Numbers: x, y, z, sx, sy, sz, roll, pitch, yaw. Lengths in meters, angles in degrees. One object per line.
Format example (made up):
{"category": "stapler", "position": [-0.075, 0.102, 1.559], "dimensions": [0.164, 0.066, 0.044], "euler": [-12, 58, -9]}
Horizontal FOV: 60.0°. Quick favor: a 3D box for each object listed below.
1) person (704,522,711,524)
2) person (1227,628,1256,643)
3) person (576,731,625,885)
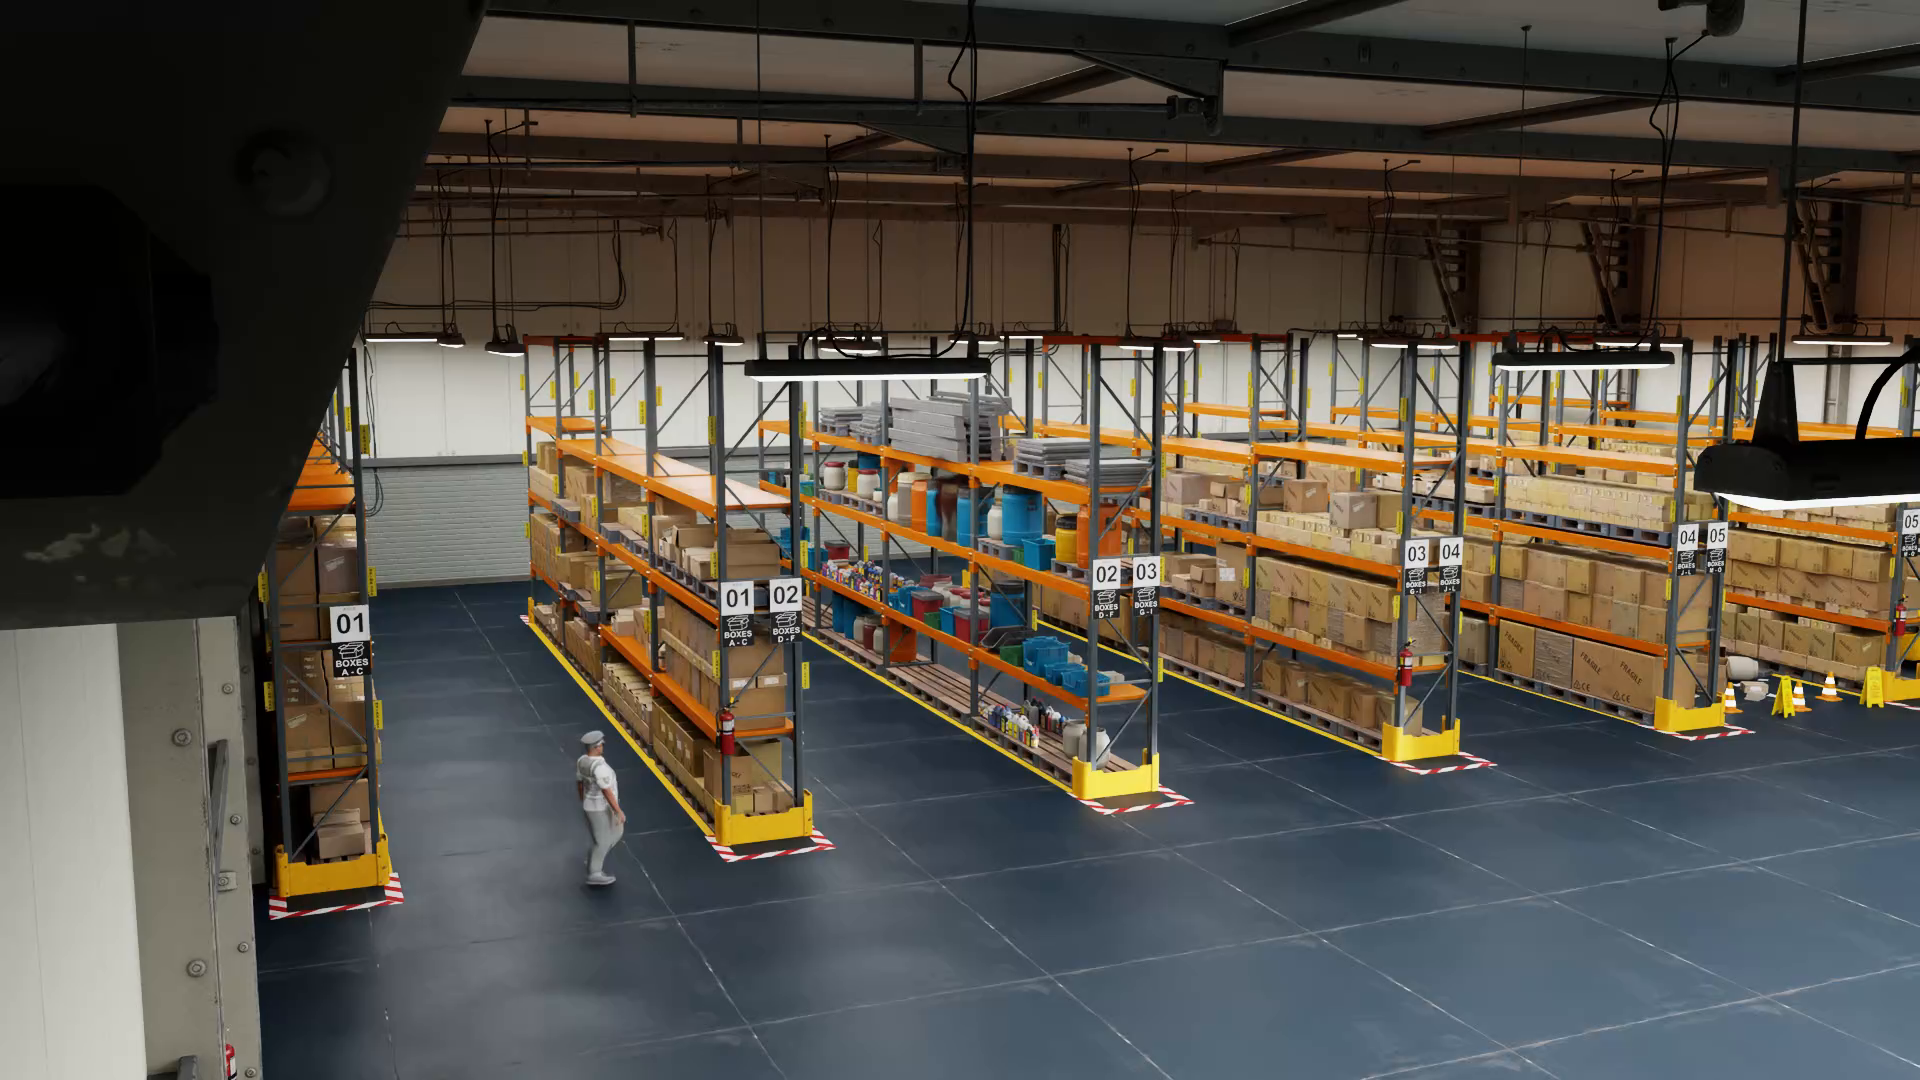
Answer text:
{"category": "person", "position": [-5.764, 0.434, 38.055], "dimensions": [0.539, 1.717, 0.614], "euler": [-1, 8, -9]}
{"category": "person", "position": [5.446, 1.277, 31.972], "dimensions": [0.545, 1.621, 1.001], "euler": [-3, 8, -19]}
{"category": "person", "position": [-4.005, 2.993, 18.548], "dimensions": [0.514, 1.775, 0.556], "euler": [-2, 8, -12]}
